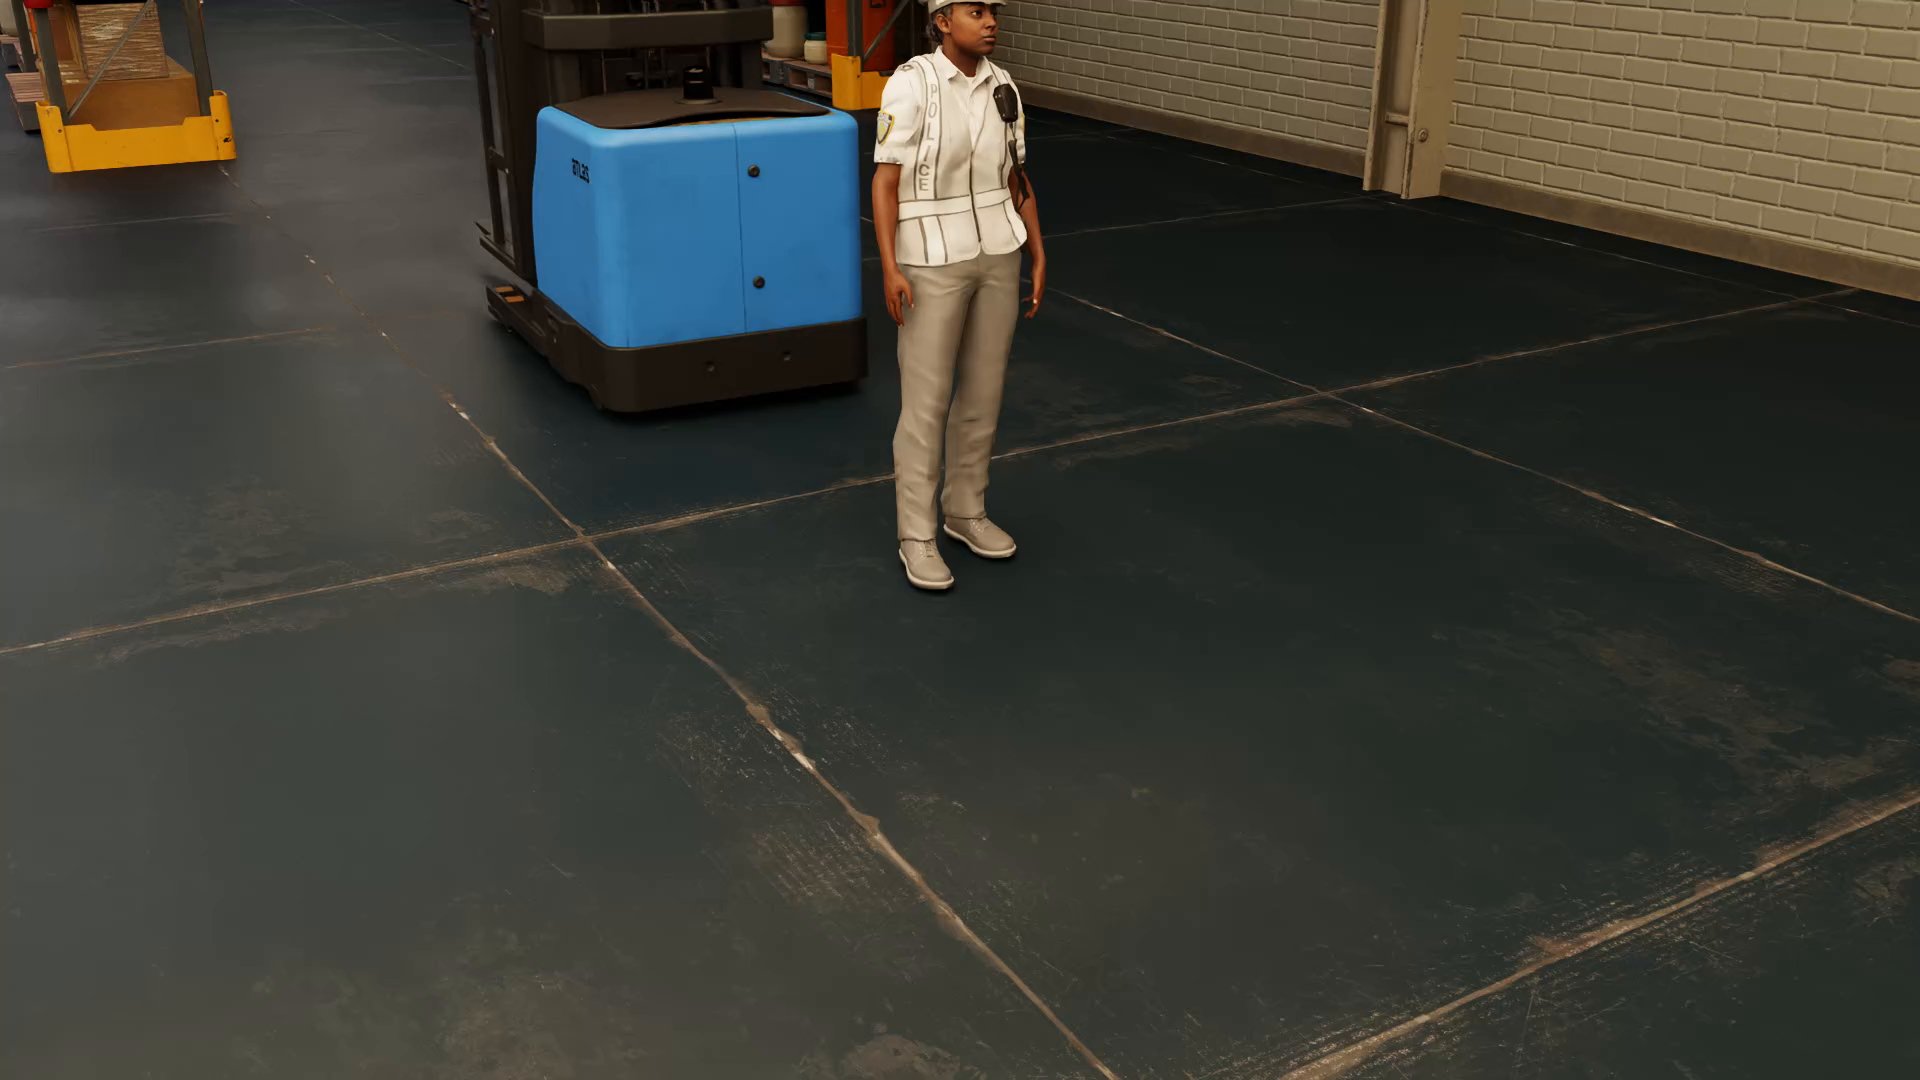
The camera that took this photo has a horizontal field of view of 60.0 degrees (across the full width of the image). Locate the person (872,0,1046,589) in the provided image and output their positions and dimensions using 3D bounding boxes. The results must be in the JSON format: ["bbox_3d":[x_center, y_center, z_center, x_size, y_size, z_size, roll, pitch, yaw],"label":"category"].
[{"bbox_3d":[0.020,-0.762,4.740,0.569,1.695,0.528,-12,25,-28],"label":"person"}]

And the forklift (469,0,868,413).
[{"bbox_3d":[-1.488,-2.342,6.982,1.130,2.935,3.031,-11,25,-25],"label":"forklift"}]
